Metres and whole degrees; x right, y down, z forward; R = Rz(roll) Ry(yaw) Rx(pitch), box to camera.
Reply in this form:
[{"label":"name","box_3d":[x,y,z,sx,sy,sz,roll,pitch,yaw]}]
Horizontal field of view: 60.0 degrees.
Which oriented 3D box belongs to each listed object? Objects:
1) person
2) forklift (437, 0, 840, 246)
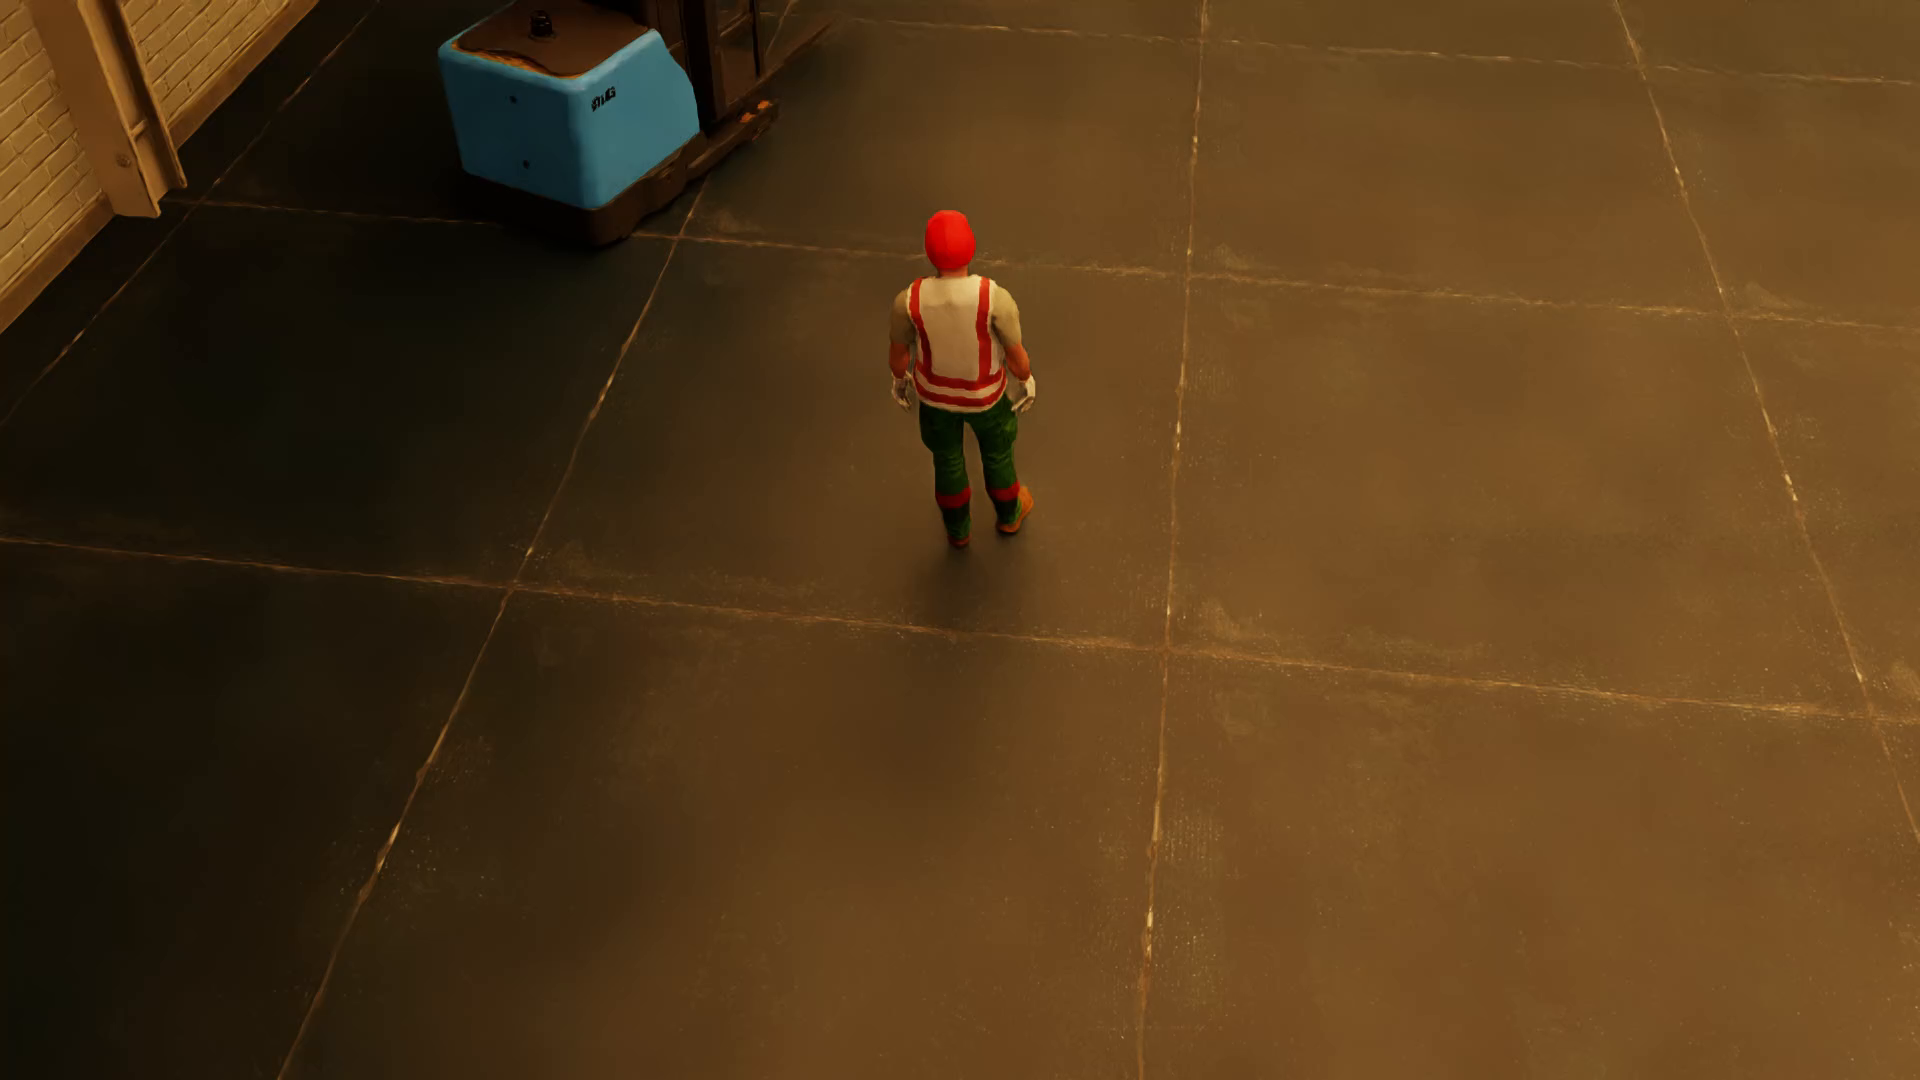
[{"label":"person","box_3d":[0.022,-0.717,7.339,0.637,1.787,0.563,5,43,6]},{"label":"forklift","box_3d":[-1.829,-3.779,9.838,1.130,2.935,3.031,19,46,20]}]
